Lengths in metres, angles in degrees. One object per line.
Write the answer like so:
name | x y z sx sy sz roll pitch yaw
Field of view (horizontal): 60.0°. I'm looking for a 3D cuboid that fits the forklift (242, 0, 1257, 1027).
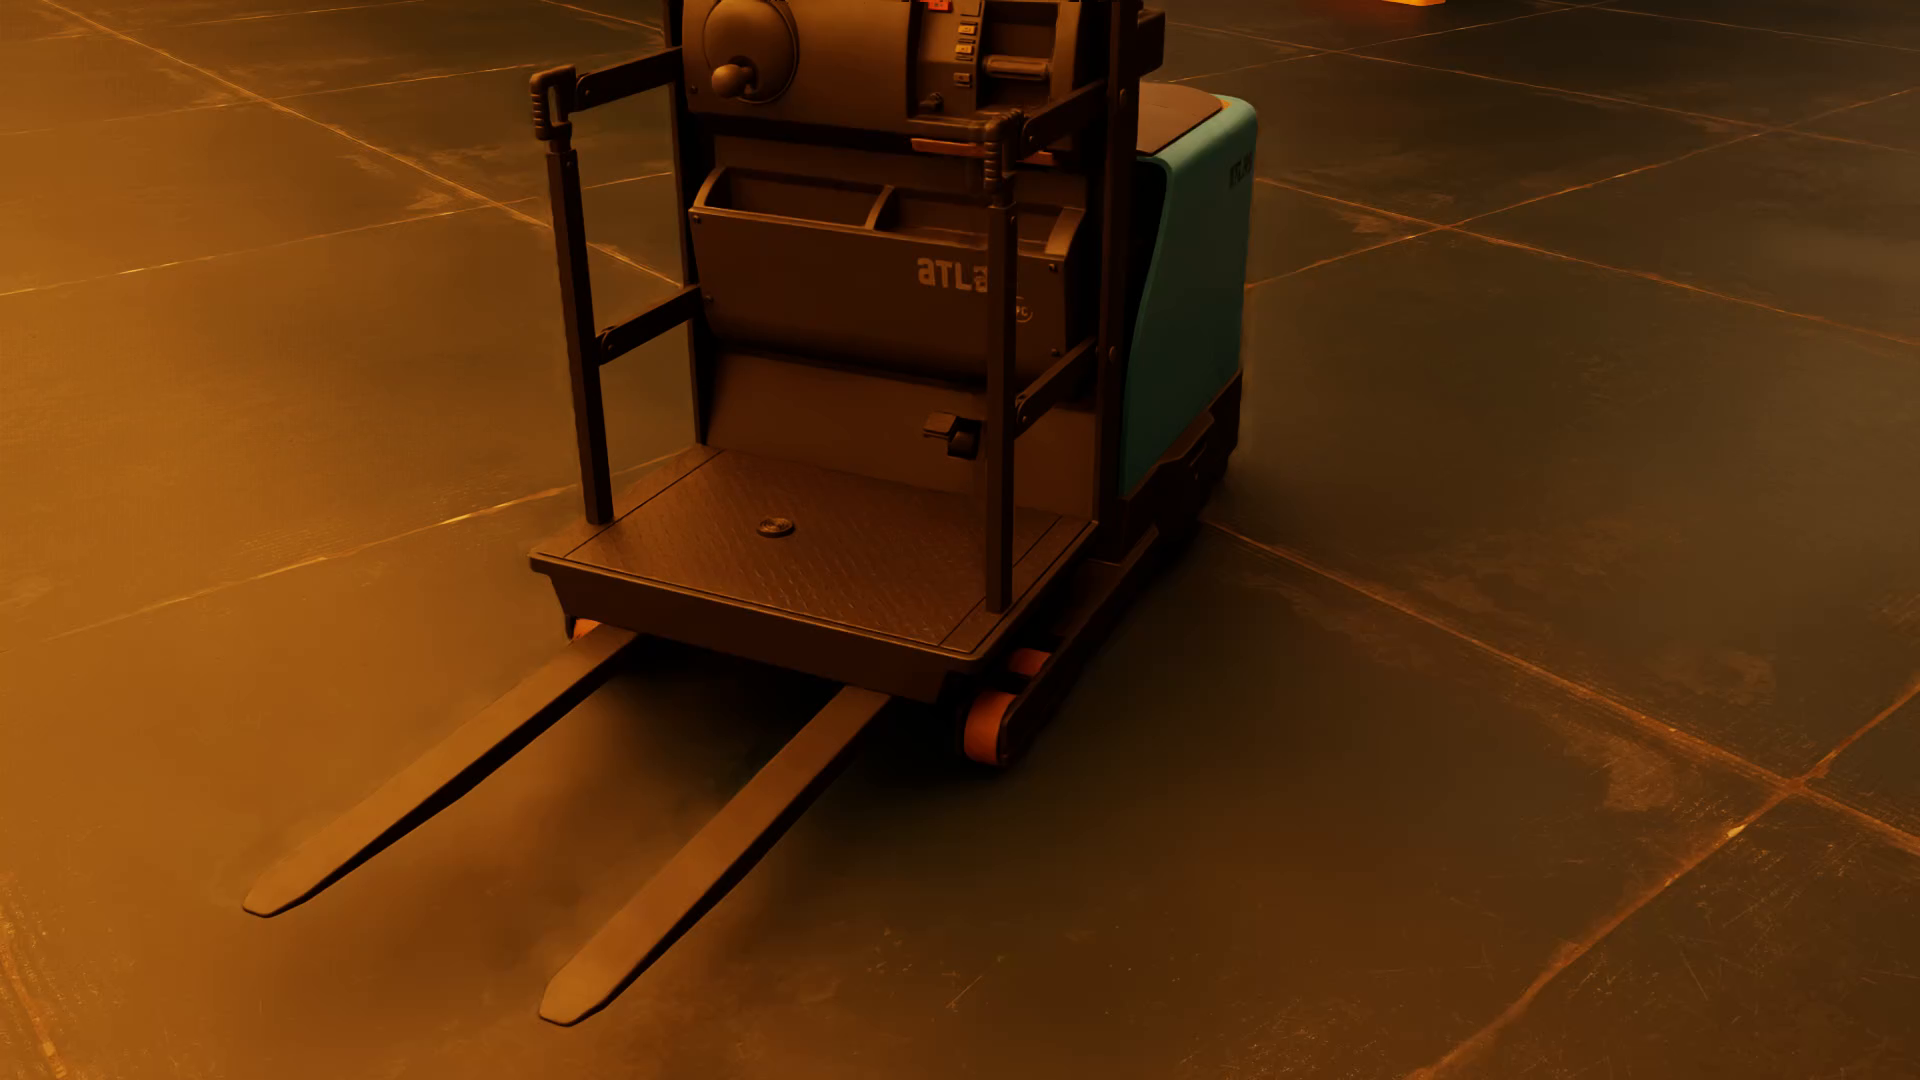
forklift | -0.259 -1.050 3.320 1.130 2.935 3.031 12 29 22
